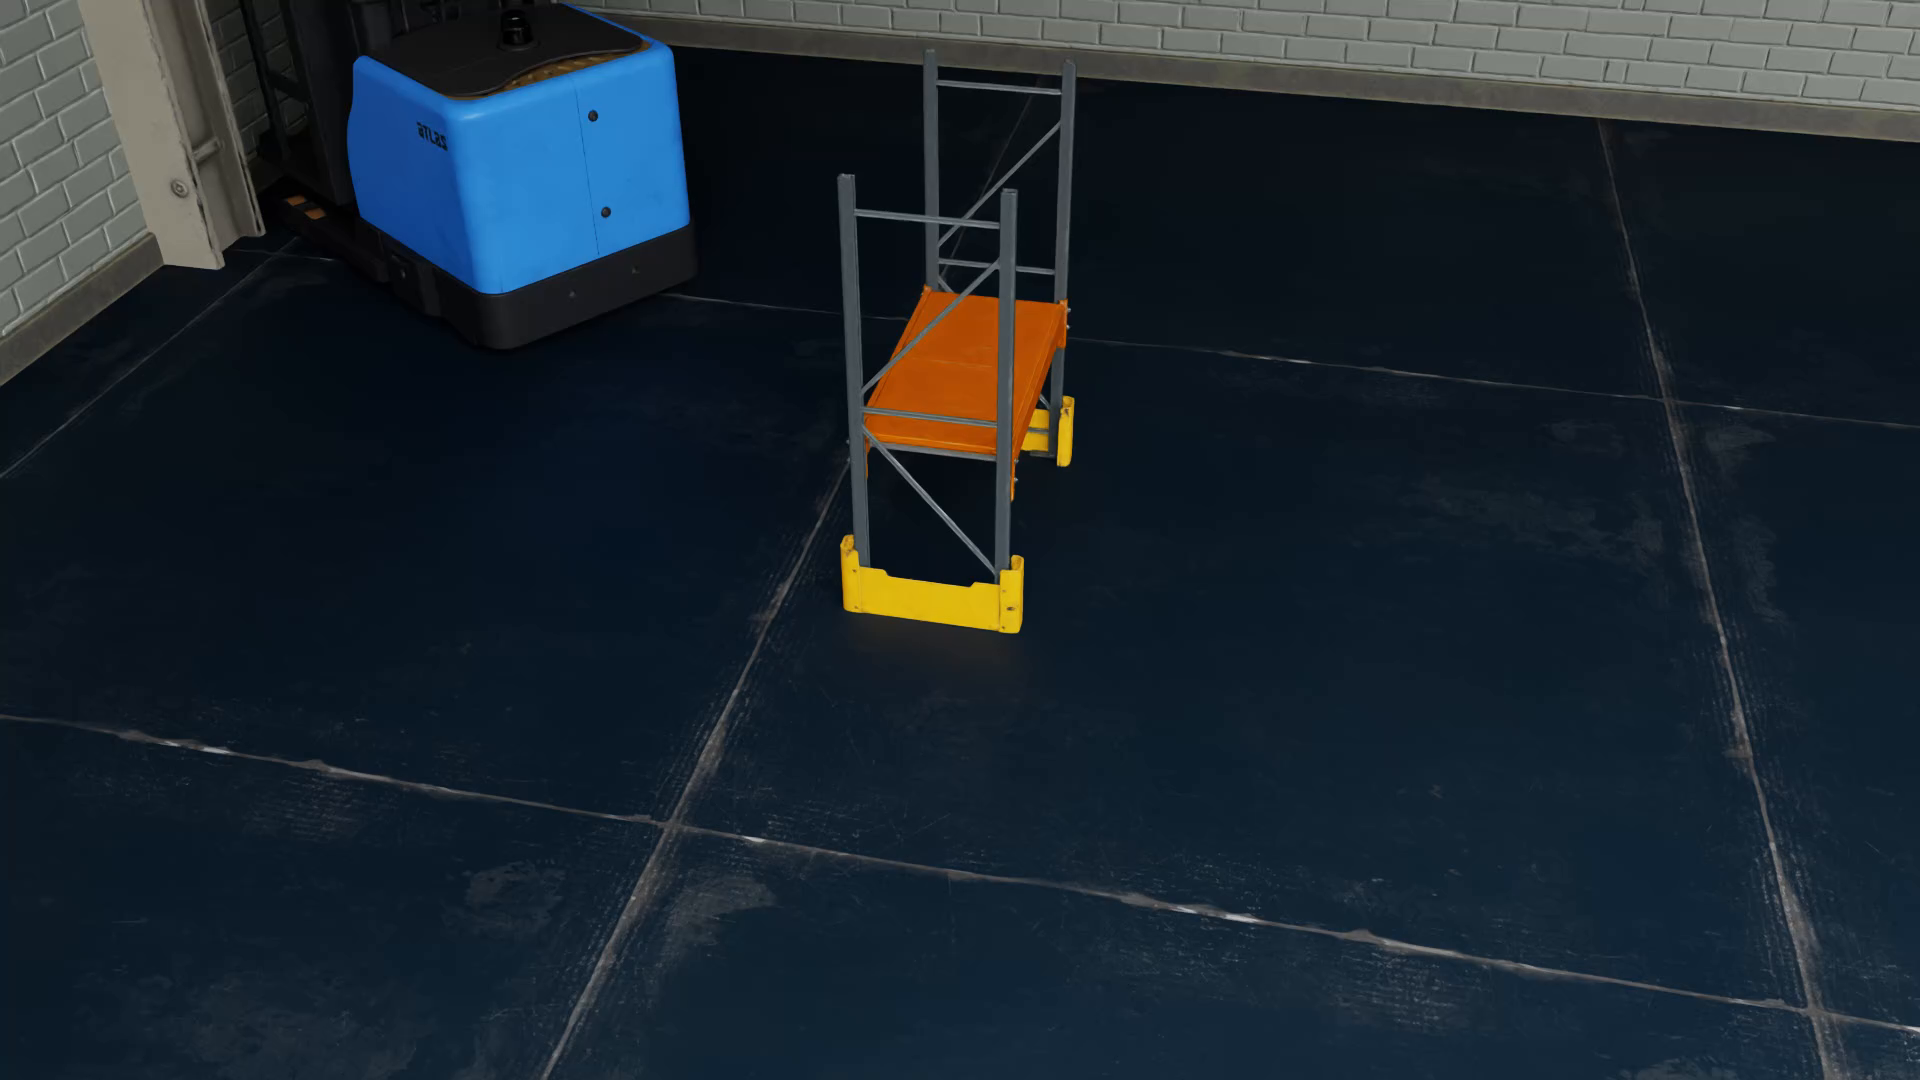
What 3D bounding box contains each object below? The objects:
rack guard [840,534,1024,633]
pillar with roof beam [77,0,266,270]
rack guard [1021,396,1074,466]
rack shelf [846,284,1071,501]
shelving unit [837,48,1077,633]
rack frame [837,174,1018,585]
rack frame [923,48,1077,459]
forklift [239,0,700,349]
[{"bbox_3d":[-0.090,0.141,5.343,0.587,0.250,0.087,7,37,10],"label":"rack guard"},{"bbox_3d":[0.795,-4.441,4.209,9.100,9.000,0.400,7,37,10],"label":"pillar with roof beam"},{"bbox_3d":[0.123,-0.430,6.131,0.587,0.250,0.087,7,37,10],"label":"rack guard"},{"bbox_3d":[0.018,-0.511,5.483,0.538,0.185,1.000,7,37,10],"label":"rack shelf"},{"bbox_3d":[0.016,-0.651,5.370,0.587,1.500,1.083,7,37,10],"label":"shelving unit"},{"bbox_3d":[-0.090,-0.365,4.975,0.500,1.500,0.032,7,37,10],"label":"rack frame"},{"bbox_3d":[0.127,-0.948,5.779,0.500,1.500,0.032,7,37,10],"label":"rack frame"},{"bbox_3d":[-2.519,-2.721,7.007,1.130,2.935,3.031,-29,45,-34],"label":"forklift"}]
